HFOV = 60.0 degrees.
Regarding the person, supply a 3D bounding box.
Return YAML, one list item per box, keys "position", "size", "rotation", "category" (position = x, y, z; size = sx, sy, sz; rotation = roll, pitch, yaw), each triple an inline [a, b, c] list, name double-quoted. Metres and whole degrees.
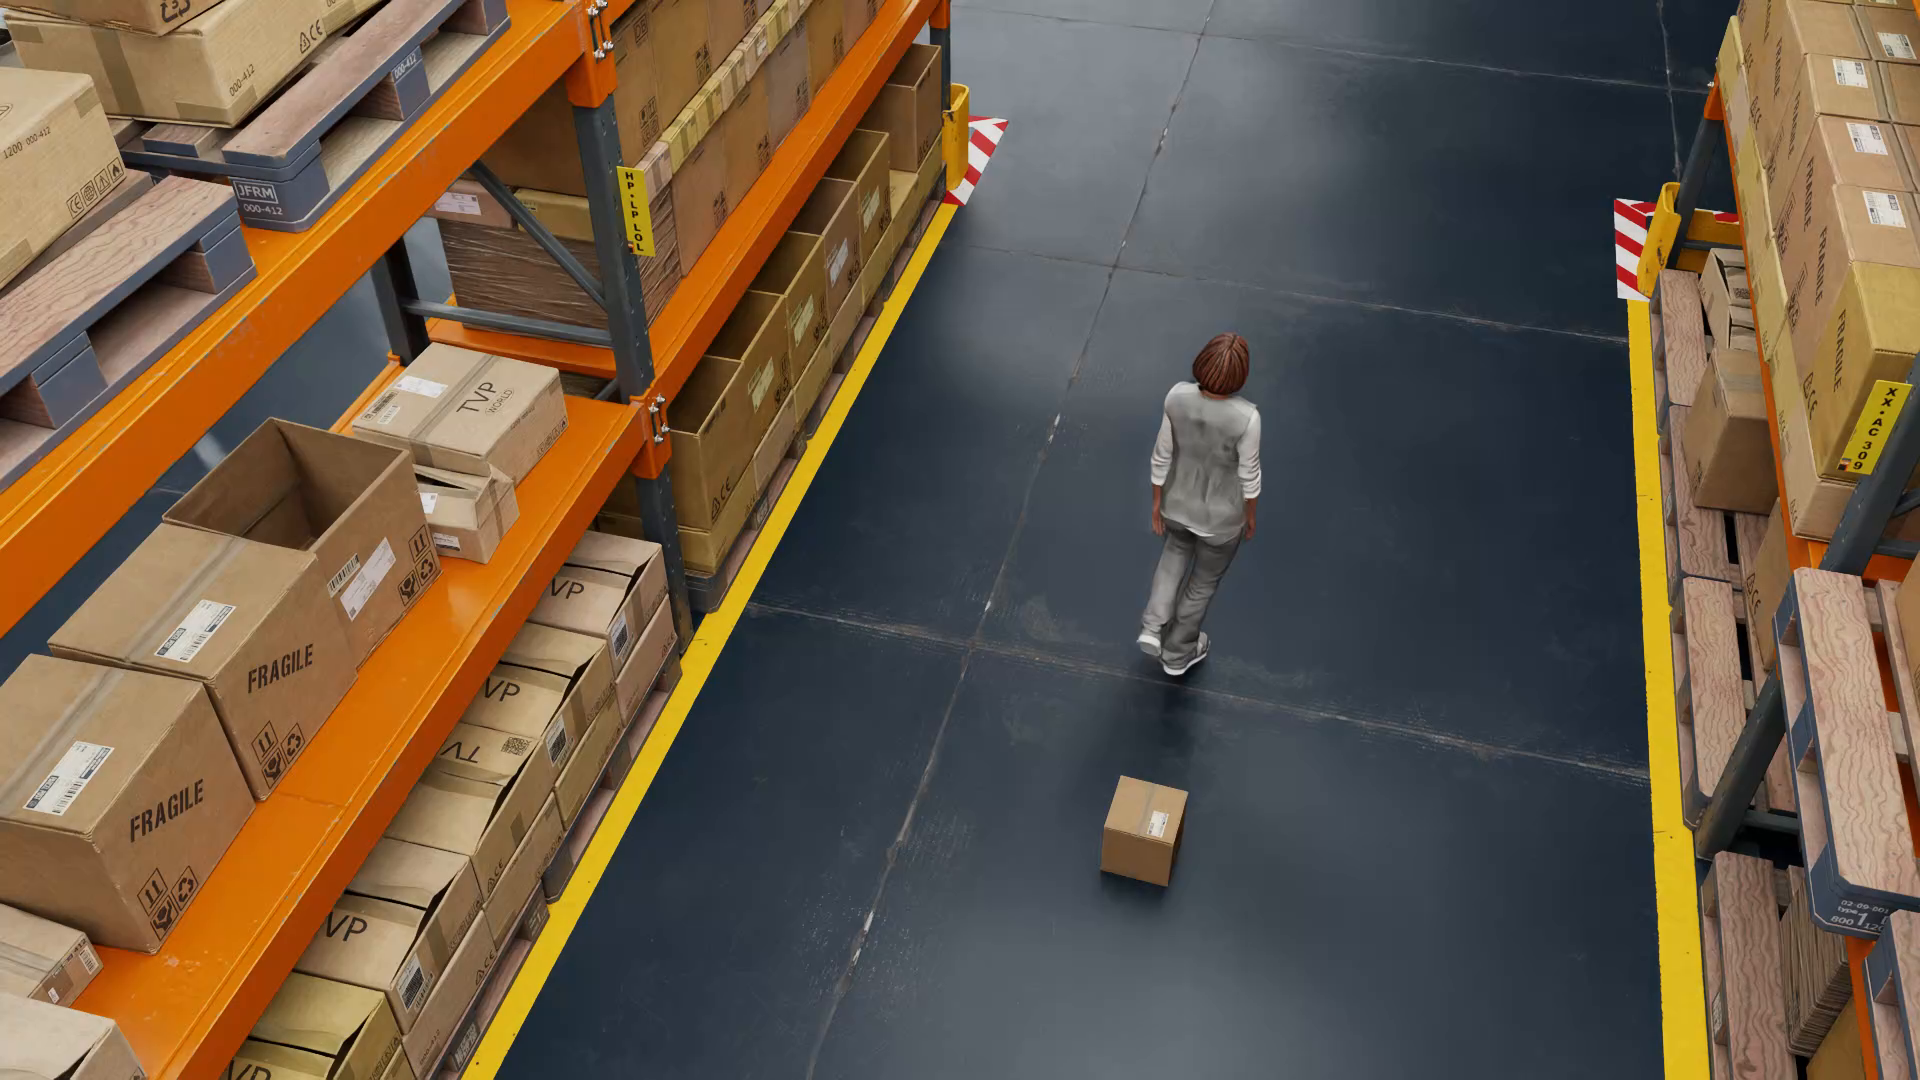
- position: [0.913, -0.116, 6.259]
  size: [0.405, 1.588, 0.414]
  rotation: [24, 47, 25]
  category: "person"
